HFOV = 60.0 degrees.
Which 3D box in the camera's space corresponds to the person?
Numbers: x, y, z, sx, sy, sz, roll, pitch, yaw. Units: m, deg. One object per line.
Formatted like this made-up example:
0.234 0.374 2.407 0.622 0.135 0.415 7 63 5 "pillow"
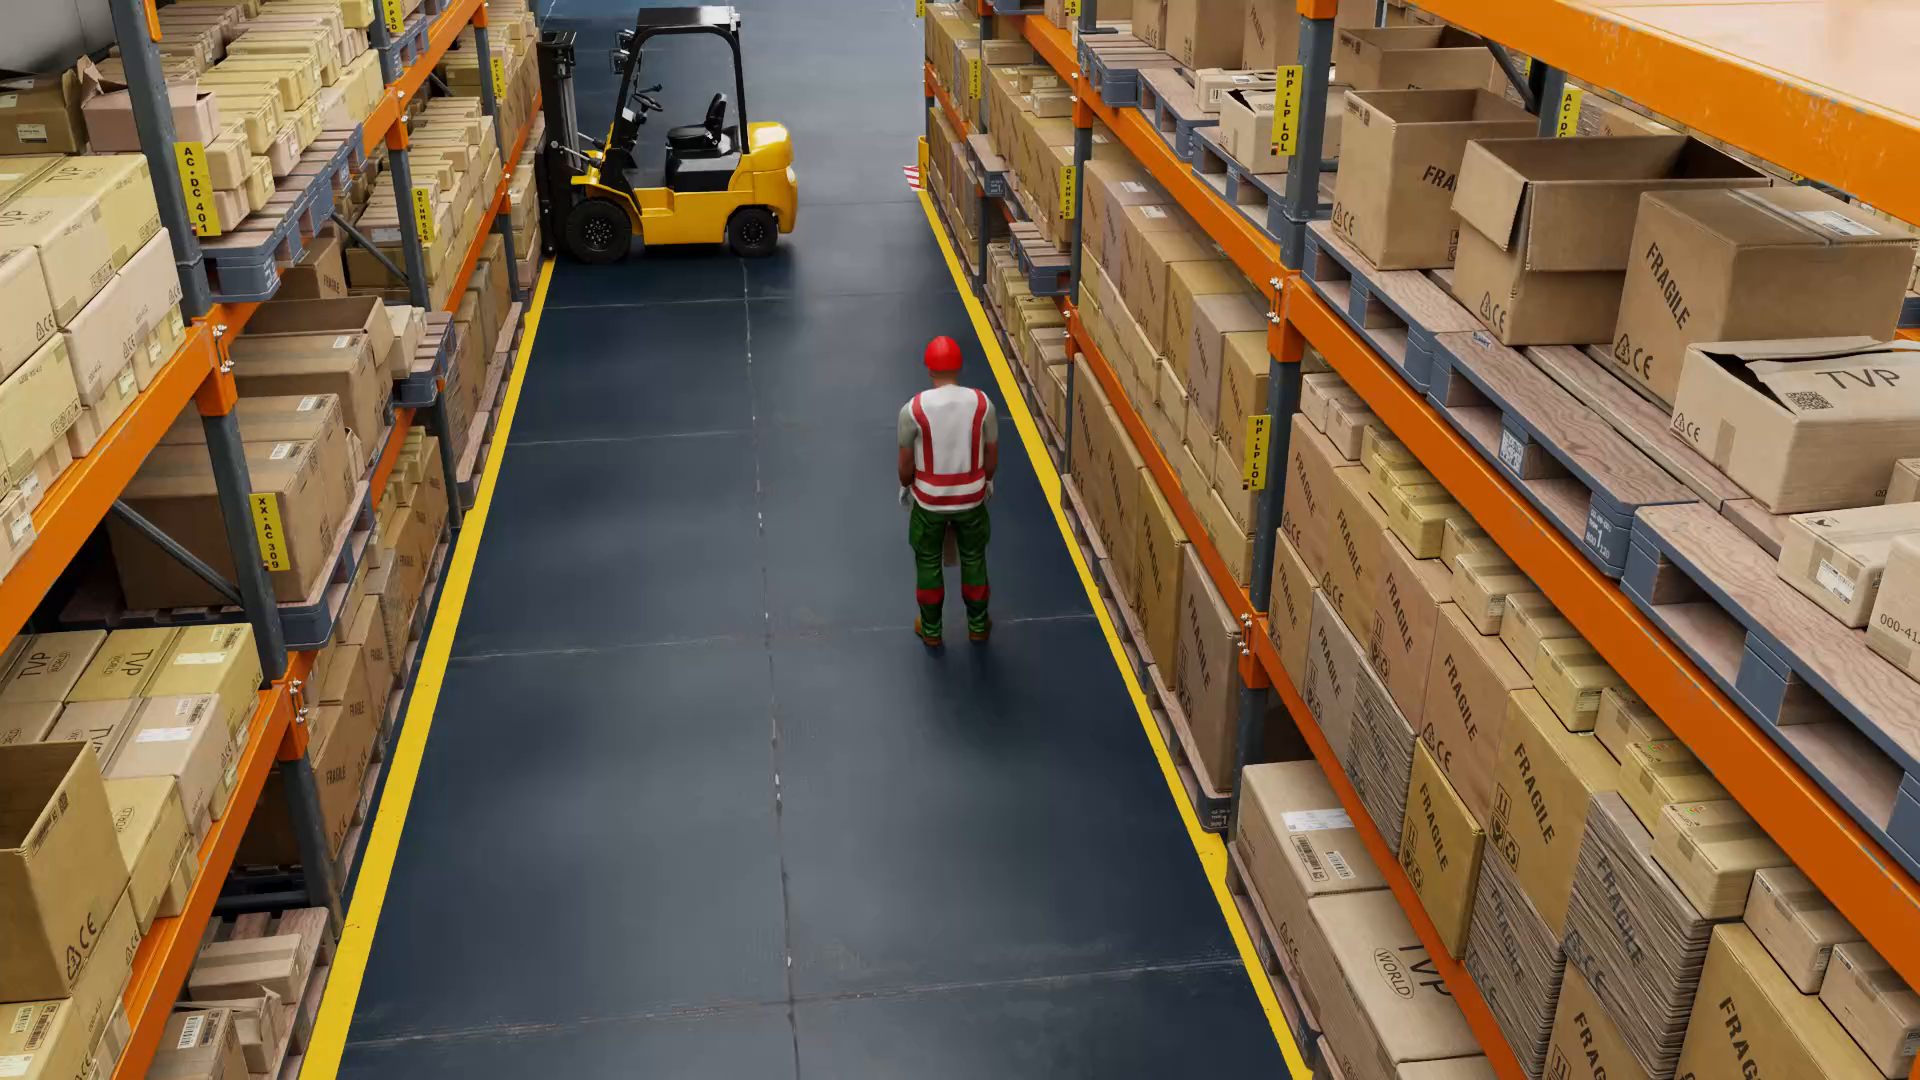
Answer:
-0.081 -0.253 9.098 0.623 1.780 0.447 -4 27 -9 "person"
